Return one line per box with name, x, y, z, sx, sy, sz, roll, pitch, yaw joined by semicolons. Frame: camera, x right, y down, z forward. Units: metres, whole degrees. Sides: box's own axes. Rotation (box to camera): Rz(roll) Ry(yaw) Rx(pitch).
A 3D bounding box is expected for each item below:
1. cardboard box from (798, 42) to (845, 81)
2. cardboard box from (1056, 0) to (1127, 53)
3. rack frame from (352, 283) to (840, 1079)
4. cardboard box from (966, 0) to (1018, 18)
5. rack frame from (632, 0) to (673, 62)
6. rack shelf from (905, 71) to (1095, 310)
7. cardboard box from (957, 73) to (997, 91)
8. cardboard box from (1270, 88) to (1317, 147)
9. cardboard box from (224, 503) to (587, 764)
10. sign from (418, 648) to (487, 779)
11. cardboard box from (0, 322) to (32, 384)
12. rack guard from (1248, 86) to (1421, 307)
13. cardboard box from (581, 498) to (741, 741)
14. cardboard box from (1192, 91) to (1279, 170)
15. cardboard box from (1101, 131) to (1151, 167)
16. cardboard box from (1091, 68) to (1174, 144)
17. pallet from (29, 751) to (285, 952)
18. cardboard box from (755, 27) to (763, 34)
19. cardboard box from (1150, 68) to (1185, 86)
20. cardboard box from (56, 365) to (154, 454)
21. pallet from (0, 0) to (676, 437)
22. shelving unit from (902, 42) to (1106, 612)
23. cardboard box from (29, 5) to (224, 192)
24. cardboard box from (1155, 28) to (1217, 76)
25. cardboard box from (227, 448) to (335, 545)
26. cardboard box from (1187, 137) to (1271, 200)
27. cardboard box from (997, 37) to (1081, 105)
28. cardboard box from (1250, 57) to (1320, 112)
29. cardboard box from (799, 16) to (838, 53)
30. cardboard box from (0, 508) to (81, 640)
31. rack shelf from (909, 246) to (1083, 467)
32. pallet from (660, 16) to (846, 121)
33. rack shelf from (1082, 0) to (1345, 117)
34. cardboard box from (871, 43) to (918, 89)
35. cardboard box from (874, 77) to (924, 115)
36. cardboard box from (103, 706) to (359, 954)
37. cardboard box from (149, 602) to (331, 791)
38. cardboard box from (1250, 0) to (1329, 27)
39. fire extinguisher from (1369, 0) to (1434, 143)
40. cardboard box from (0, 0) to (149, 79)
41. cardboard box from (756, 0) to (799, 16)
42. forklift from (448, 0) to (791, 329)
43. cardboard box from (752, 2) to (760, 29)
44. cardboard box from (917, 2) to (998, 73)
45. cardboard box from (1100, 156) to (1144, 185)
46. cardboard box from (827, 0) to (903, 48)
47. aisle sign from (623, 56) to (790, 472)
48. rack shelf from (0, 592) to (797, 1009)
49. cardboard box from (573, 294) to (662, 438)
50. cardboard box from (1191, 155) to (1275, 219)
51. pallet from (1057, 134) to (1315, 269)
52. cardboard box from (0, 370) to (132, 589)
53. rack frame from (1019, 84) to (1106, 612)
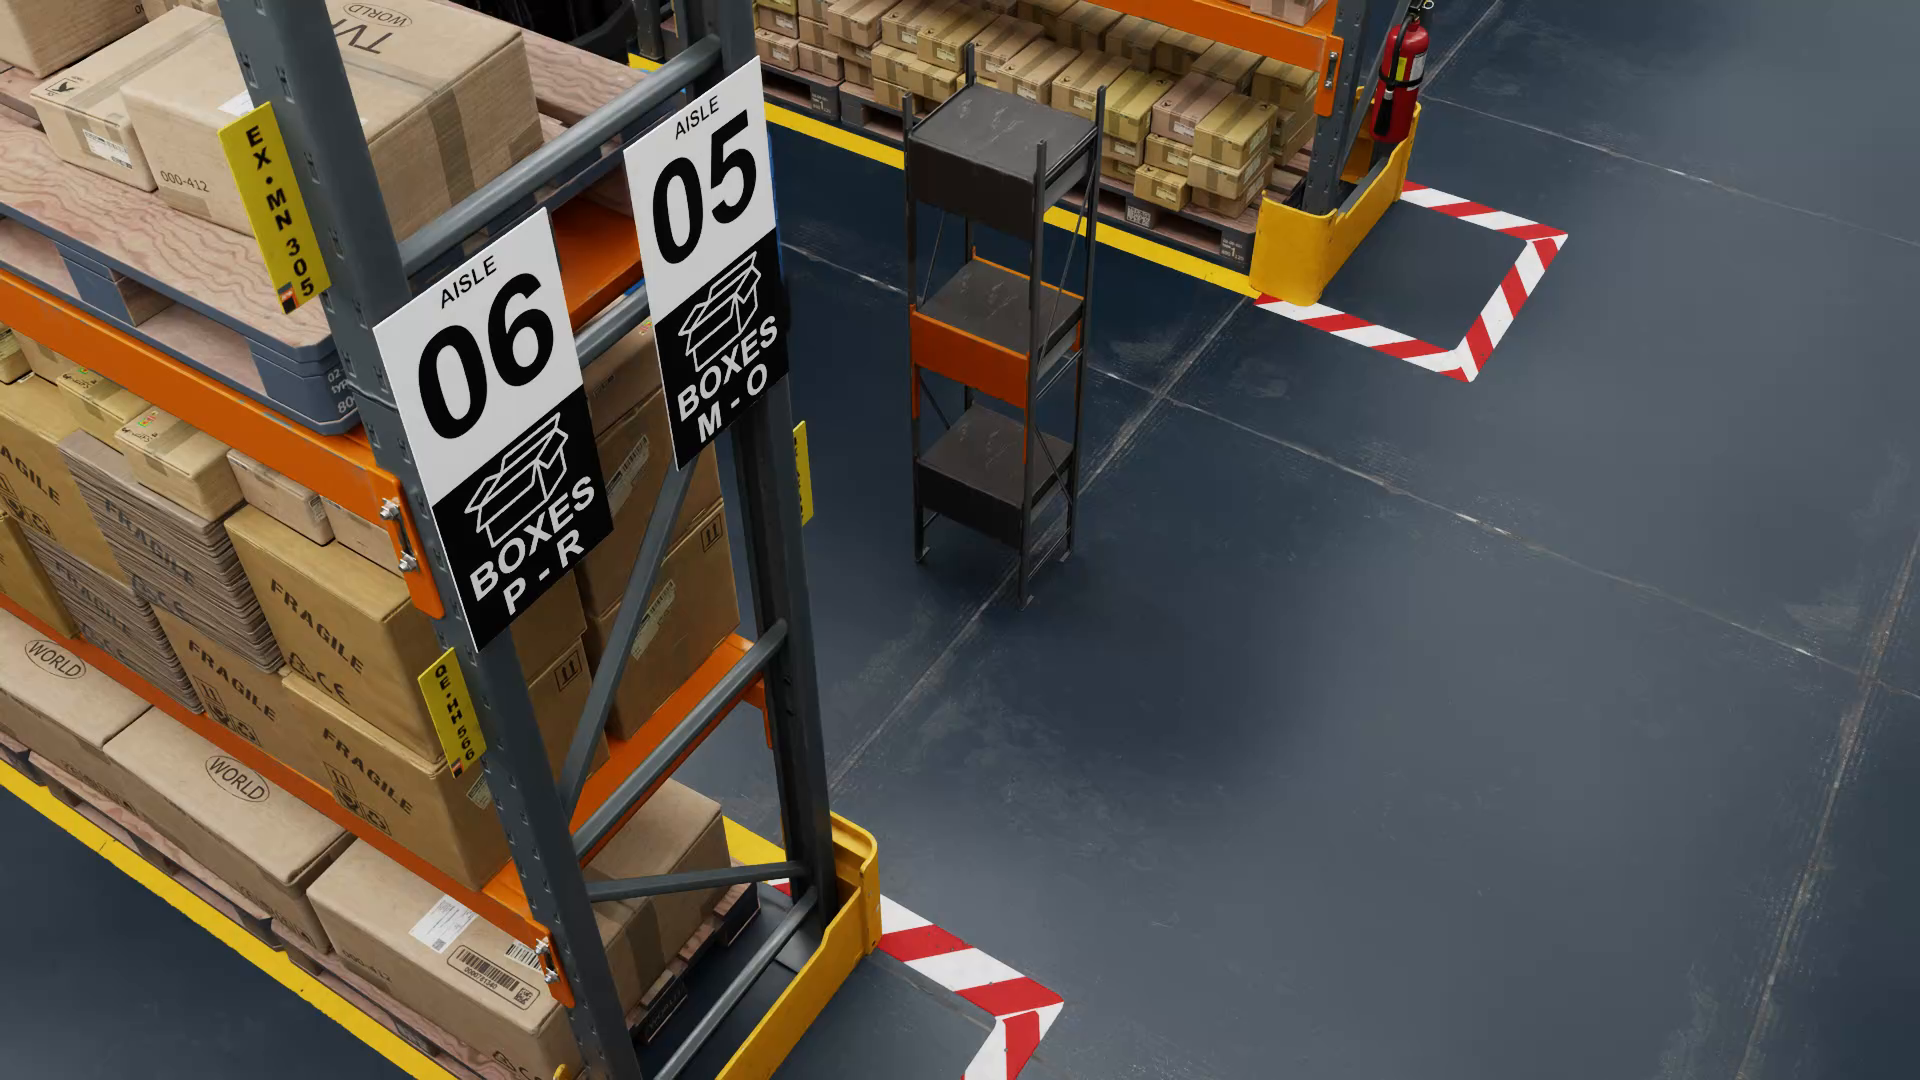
cardboard box;-0.656;-2.644;8.923;0.250;0.149;0.380;24;50;21
cardboard box;0.697;-2.650;8.514;0.250;0.149;0.380;27;51;24
rack frame;-0.711;0.514;4.159;0.127;3.000;1.000;25;51;22
cardboard box;0.237;-2.819;8.678;0.250;0.149;0.380;25;51;22
rack frame;-1.491;-4.062;8.606;0.127;3.000;1.000;25;51;22
rack shelf;0.139;-1.146;5.442;0.480;0.518;0.431;25;51;22
cardboard box;0.191;-2.305;8.386;0.250;0.149;0.380;27;52;24
cardboard box;1.574;-2.128;8.214;0.250;0.149;0.380;27;52;24
cardboard box;-1.246;0.088;3.806;0.500;0.500;0.500;26;51;23
sign;-1.016;0.350;3.346;0.005;0.325;0.100;25;51;22
cardboard box;-2.225;-0.575;3.998;0.250;0.149;0.380;26;51;23
rack guard;1.812;-1.672;8.026;0.348;0.500;1.175;25;51;22
cardboard box;-0.960;0.120;4.472;0.500;0.500;0.500;24;51;22
cardboard box;1.294;-1.926;7.810;0.250;0.149;0.380;25;51;23
cardboard box;0.839;-2.002;8.092;0.250;0.149;0.380;23;50;21
cardboard box;0.827;-2.081;7.961;0.250;0.149;0.380;24;50;21
pallet;-2.449;0.750;5.874;1.213;0.211;1.003;25;51;22
cardboard box;-1.134;-2.777;9.052;0.250;0.149;0.380;26;51;23
cardboard box;1.120;-2.309;8.390;0.250;0.149;0.380;25;51;23
cardboard box;-1.801;-0.369;3.798;0.250;0.149;0.380;26;51;23
pallet;-1.341;-0.782;3.388;1.213;0.211;1.003;25;51;22
shelving unit;0.139;-0.668;5.935;0.503;2.100;0.431;25;51;22
cardboard box;-1.535;-0.859;3.214;0.250;0.149;0.380;21;49;19
cardboard box;1.179;-2.491;8.359;0.250;0.149;0.380;25;51;22
cardboard box;-1.348;-0.197;3.631;0.250;0.149;0.380;26;51;23
cardboard box;1.278;-1.802;7.897;0.250;0.149;0.380;23;50;21
cardboard box;0.387;-2.290;8.164;0.250;0.149;0.380;27;51;23
cardboard box;1.618;-2.282;8.156;0.250;0.149;0.380;23;50;20
cardboard box;-0.647;-2.763;8.831;0.250;0.149;0.380;22;50;20
cardboard box;-2.554;-0.137;4.722;0.500;0.500;0.500;26;51;23
rack shelf;0.139;-0.658;5.944;0.480;0.518;0.431;25;51;22
pallet;-0.907;-2.852;9.374;1.213;0.211;1.003;25;51;22
rack shelf;0.193;-3.037;8.111;4.000;0.370;1.077;25;51;22
cardboard box;-0.250;-2.506;8.581;0.250;0.149;0.380;24;51;22
cardboard box;-0.244;-2.402;8.688;0.250;0.149;0.380;23;50;21
cardboard box;-2.096;0.716;5.456;0.875;0.438;0.875;26;51;23
cardboard box;-1.674;0.249;4.347;0.500;0.500;0.500;24;50;21
cardboard box;1.449;-2.382;7.148;0.250;0.149;0.380;25;51;22
fire extinguisher;1.839;-1.980;6.897;0.183;0.674;0.296;25;51;22
cardboard box;-1.944;-1.291;3.521;0.500;0.311;0.500;26;51;23
cardboard box;-0.873;-2.953;8.808;0.250;0.149;0.380;24;50;22
forklift;-2.231;-2.391;7.029;3.031;2.935;1.130;31;53;26
cardboard box;-1.097;-2.941;9.004;0.250;0.149;0.380;25;51;22
cardboard box;-0.011;-2.543;8.410;0.250;0.149;0.380;25;51;22
cardboard box;0.873;-1.937;8.236;0.250;0.149;0.380;24;51;22
cardboard box;-0.471;-2.718;8.580;0.250;0.149;0.380;26;51;23
aisle sign;-0.494;-0.539;3.370;0.004;0.787;0.394;25;51;22
rack shelf;-2.395;-0.010;5.170;4.000;0.370;1.077;25;51;22
cardboard box;-0.861;-0.400;3.828;0.250;0.149;0.380;26;51;23
cardboard box;1.320;-1.744;8.048;0.250;0.149;0.380;26;51;23
pallet;1.147;-1.907;8.456;1.213;0.211;1.003;25;51;22
cardboard box;-2.116;-0.290;4.174;0.500;0.500;0.500;24;51;22
rack frame;0.345;-0.573;5.843;0.015;2.100;0.400;25;51;22
